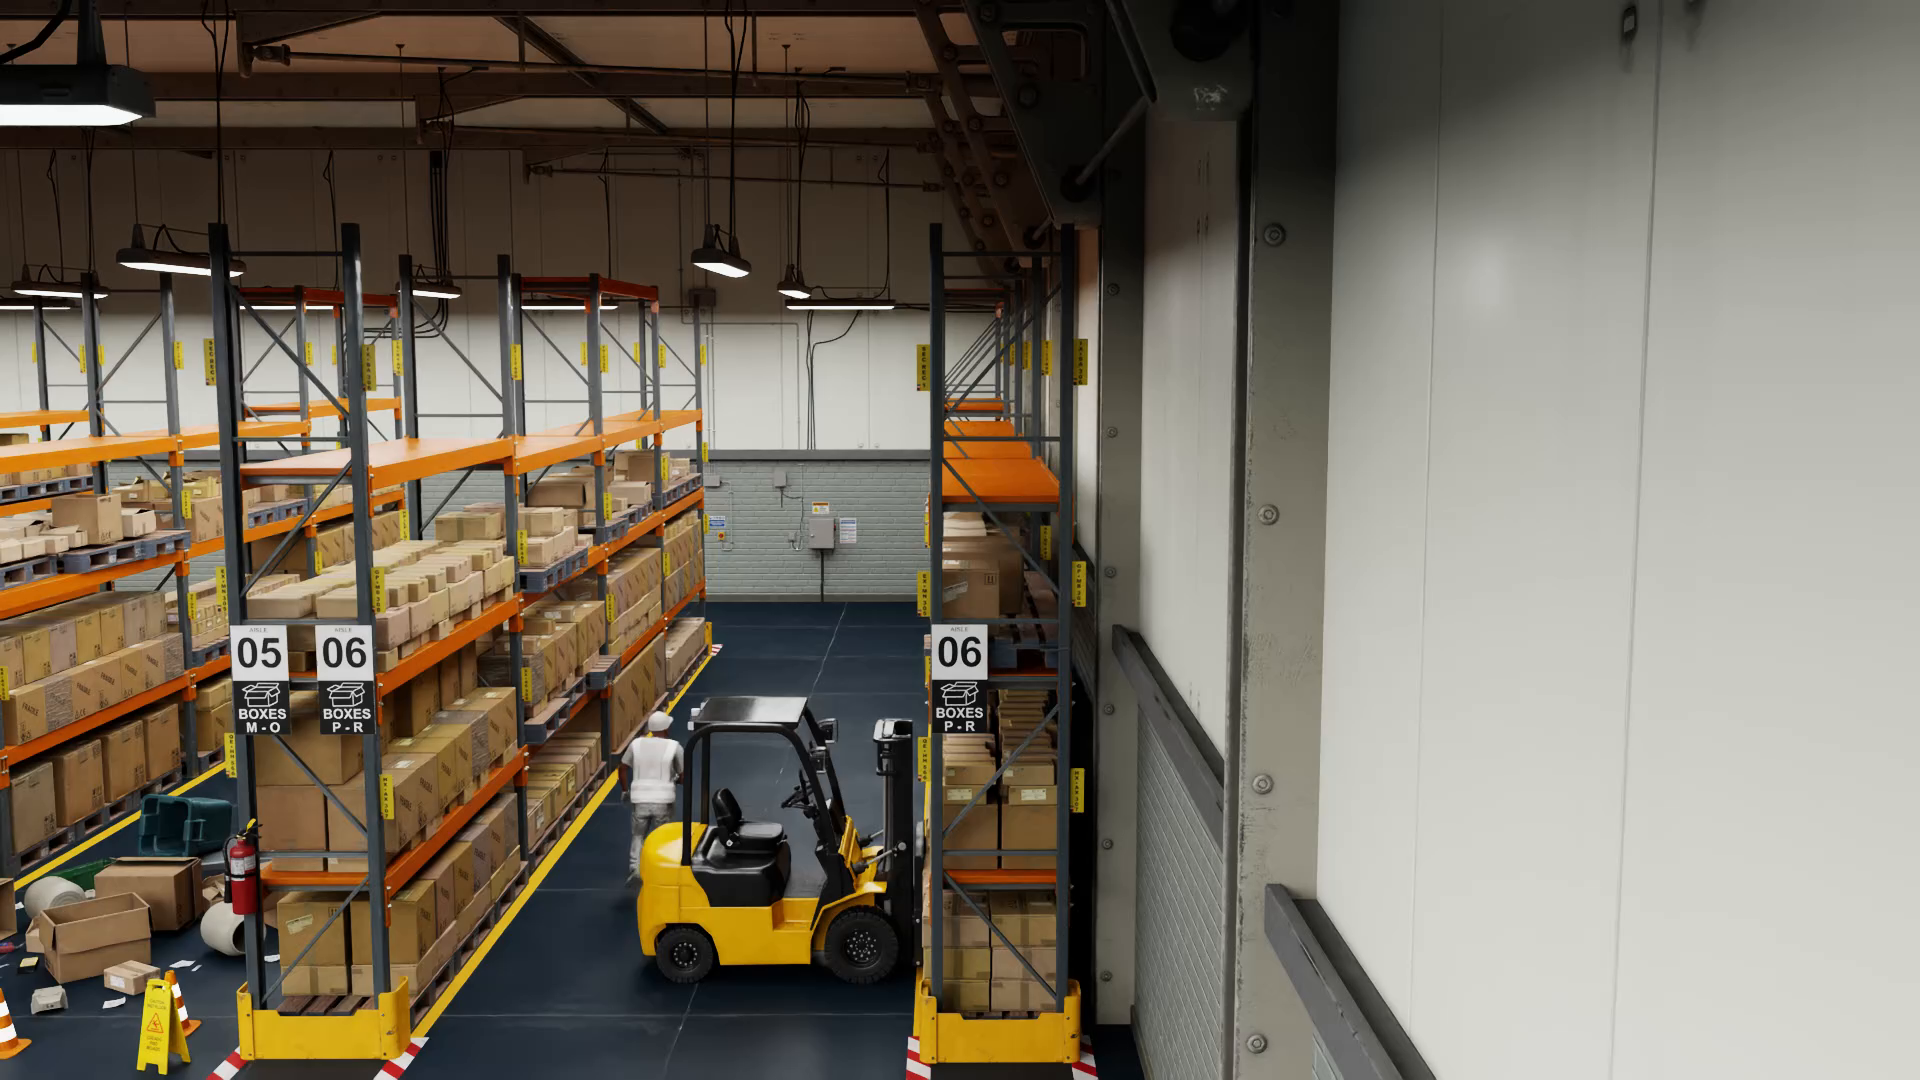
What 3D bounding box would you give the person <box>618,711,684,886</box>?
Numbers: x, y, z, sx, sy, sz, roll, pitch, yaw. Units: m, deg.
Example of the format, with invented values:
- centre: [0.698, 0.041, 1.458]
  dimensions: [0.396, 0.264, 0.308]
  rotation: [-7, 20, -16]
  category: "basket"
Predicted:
- centre: [-2.922, 2.489, 15.907]
  dimensions: [0.681, 1.680, 0.777]
  rotation: [0, 7, 1]
  category: "person"
